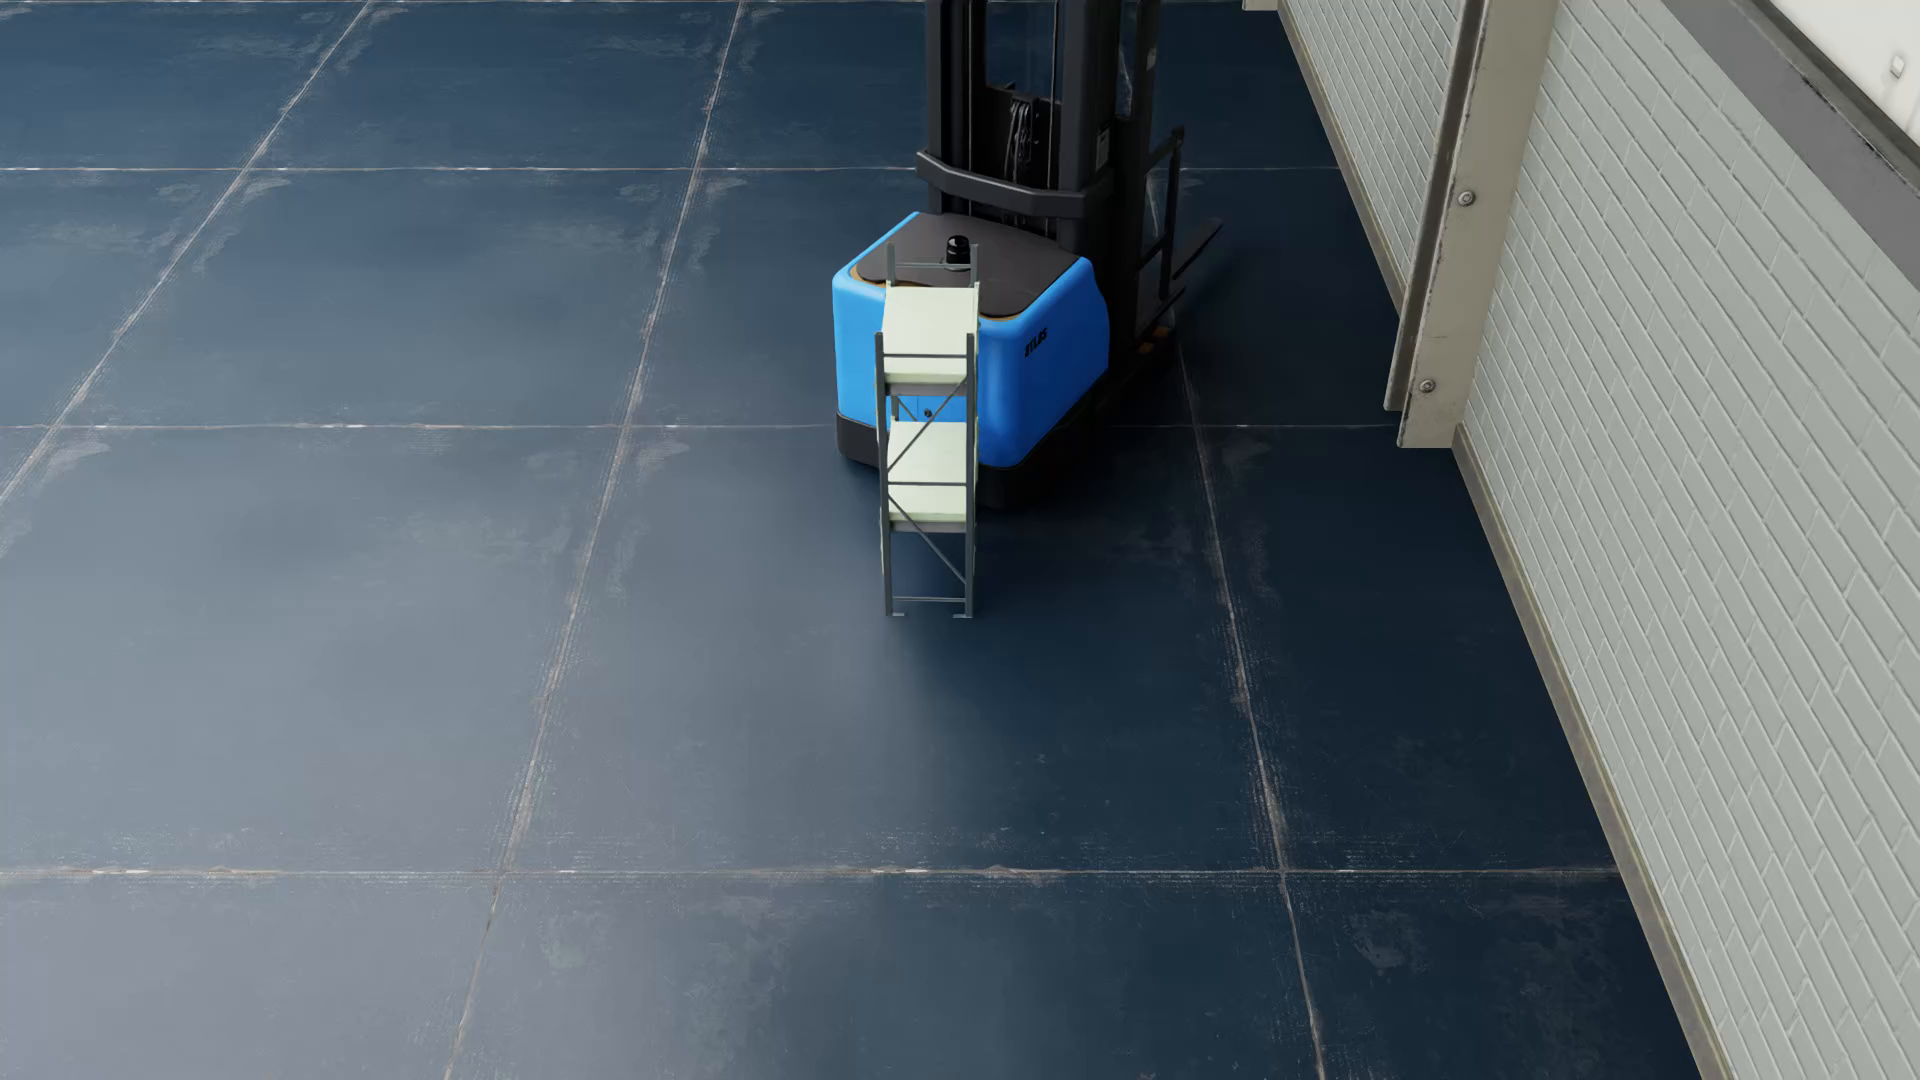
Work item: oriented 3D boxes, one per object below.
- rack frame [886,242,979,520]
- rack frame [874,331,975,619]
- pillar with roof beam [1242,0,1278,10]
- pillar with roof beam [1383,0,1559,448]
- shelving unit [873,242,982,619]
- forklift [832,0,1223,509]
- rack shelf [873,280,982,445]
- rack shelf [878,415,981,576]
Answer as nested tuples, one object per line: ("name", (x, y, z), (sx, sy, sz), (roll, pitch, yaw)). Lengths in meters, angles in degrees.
("rack frame", (-0.119, -0.694, 7.662), (0.400, 1.500, 0.023), (1, 39, 1))
("rack frame", (-0.141, -0.237, 7.091), (0.400, 1.500, 0.023), (1, 39, 1))
("pillar with roof beam", (-1.892, -7.862, 10.610), (9.100, 9.000, 0.400), (0, 39, 0))
("pillar with roof beam", (-1.885, -4.109, 5.928), (9.100, 9.000, 0.400), (0, 39, 0))
("shelving unit", (-0.130, -0.465, 7.377), (0.431, 1.500, 0.755), (1, 39, 1))
("forklift", (0.549, -2.195, 8.391), (1.130, 2.935, 3.031), (20, 43, 23))
("rack shelf", (-0.130, -0.770, 7.133), (0.431, 0.370, 0.720), (1, 39, 1))
("rack shelf", (-0.130, -0.211, 7.581), (0.431, 0.370, 0.720), (1, 39, 1))
